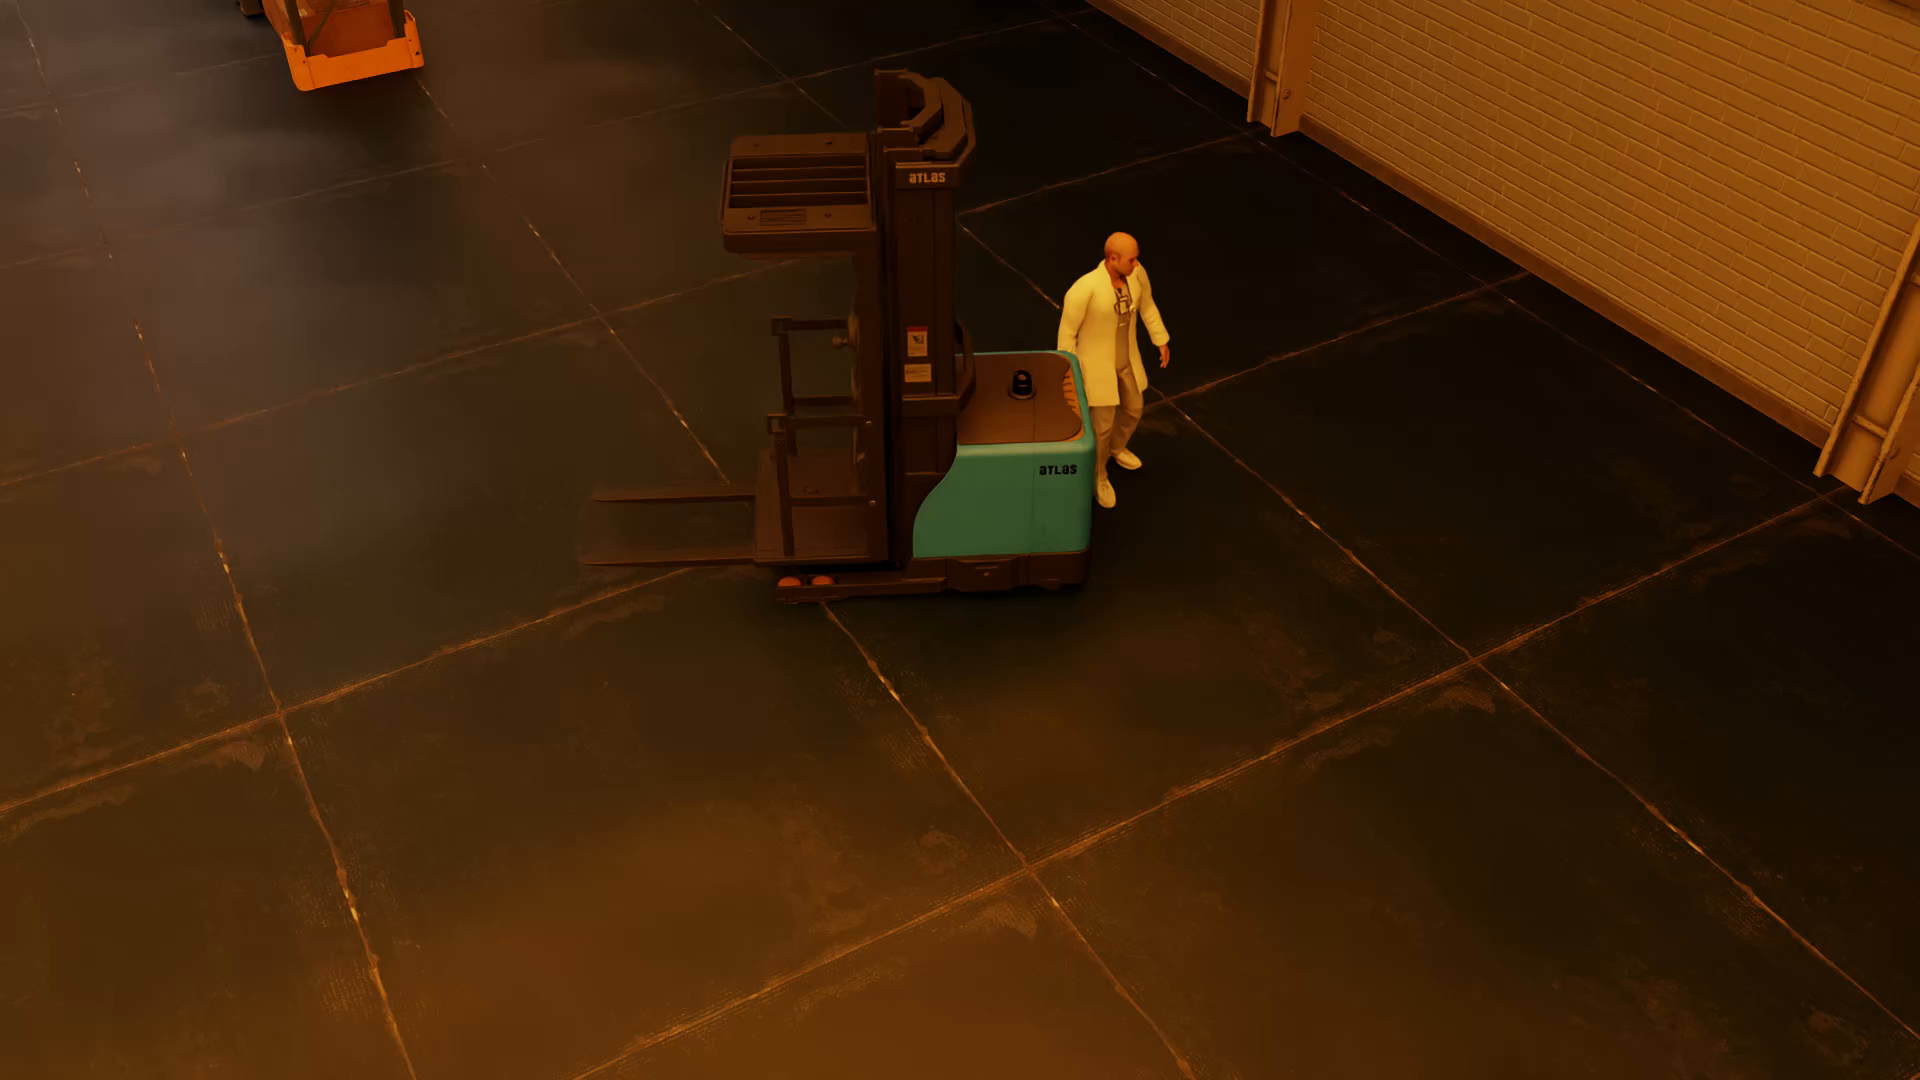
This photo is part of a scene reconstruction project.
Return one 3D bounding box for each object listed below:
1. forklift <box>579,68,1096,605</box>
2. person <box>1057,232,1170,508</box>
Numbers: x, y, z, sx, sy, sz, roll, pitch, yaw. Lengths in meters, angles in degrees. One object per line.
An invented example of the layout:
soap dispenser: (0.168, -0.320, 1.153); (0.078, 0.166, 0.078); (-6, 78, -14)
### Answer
forklift: (-0.758, -1.092, 9.353); (3.031, 2.935, 1.130); (-2, 40, -3)
person: (0.970, -1.085, 10.270); (0.800, 1.752, 0.560); (-26, 46, -28)
